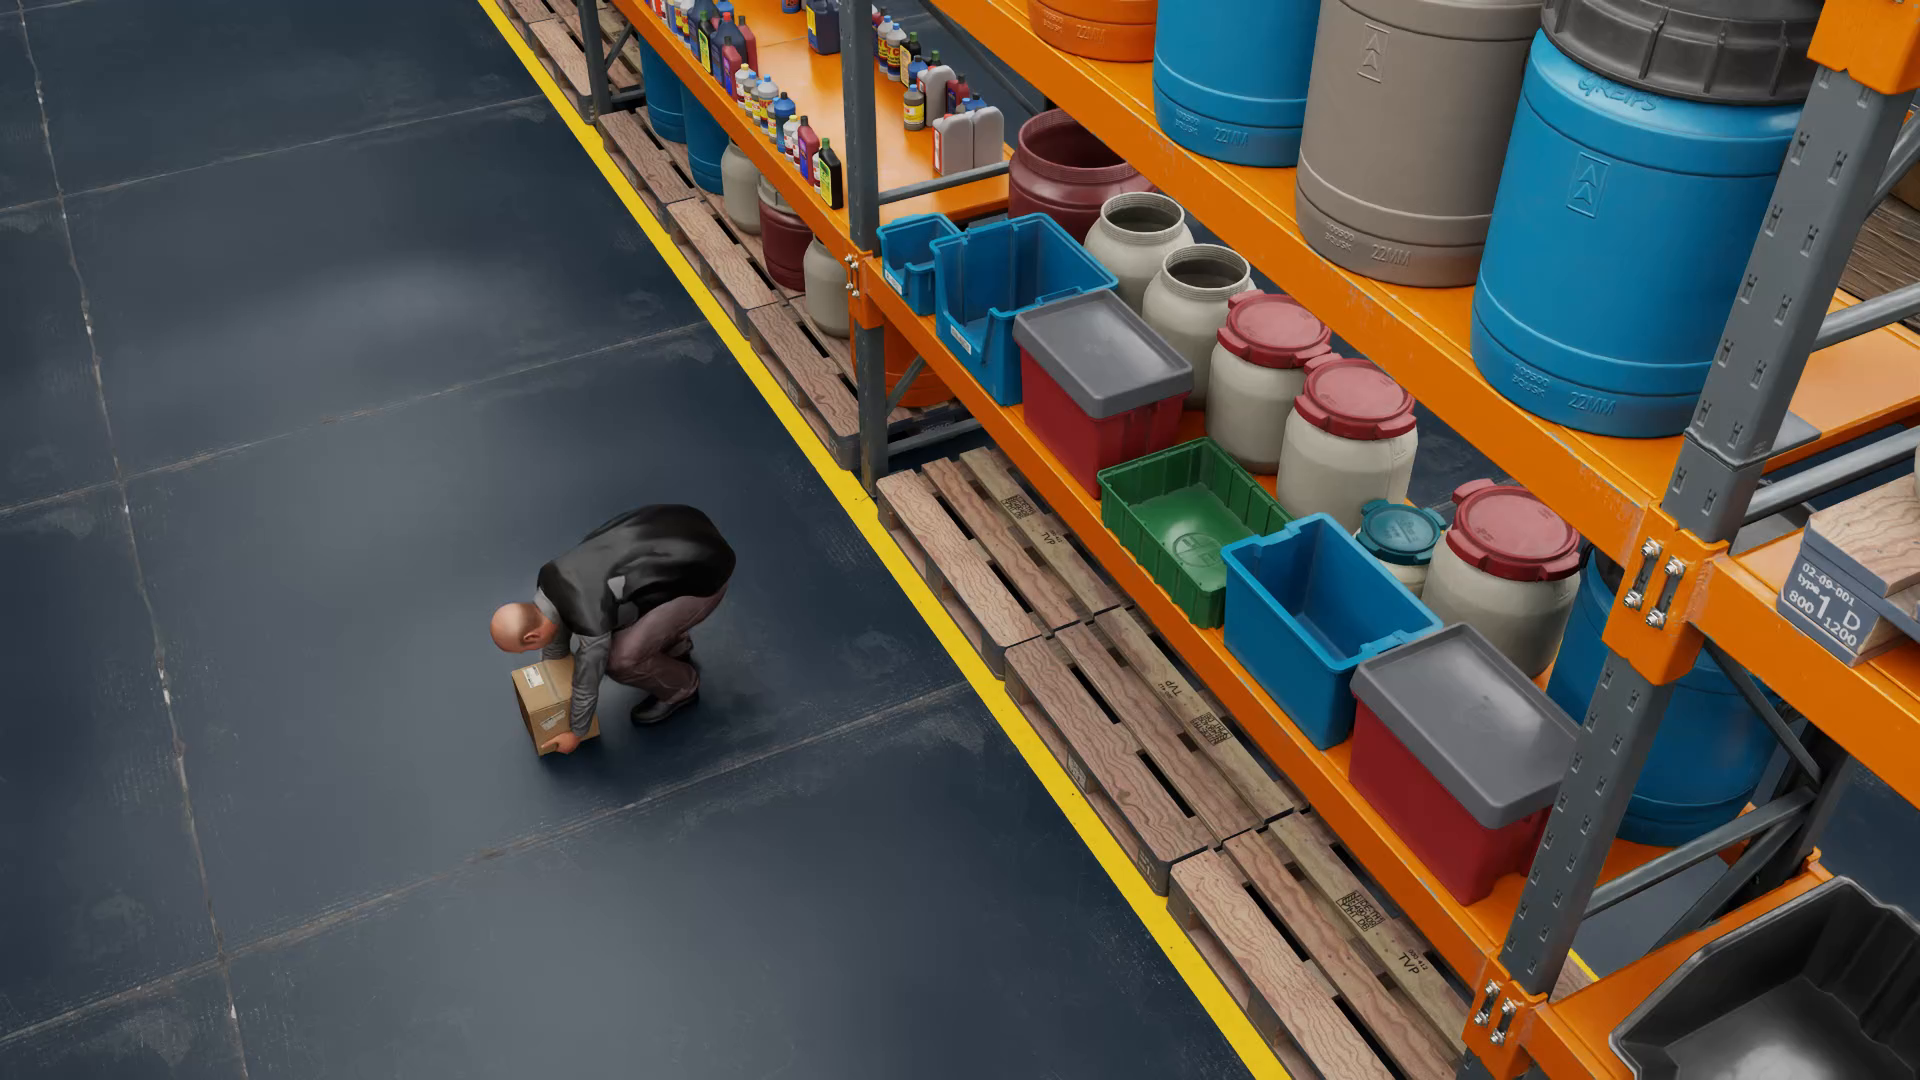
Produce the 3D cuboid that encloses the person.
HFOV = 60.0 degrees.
[{"bbox_3d":[-1.333,0.330,6.483,0.952,0.872,0.505,-20,45,-22],"label":"person"}]
